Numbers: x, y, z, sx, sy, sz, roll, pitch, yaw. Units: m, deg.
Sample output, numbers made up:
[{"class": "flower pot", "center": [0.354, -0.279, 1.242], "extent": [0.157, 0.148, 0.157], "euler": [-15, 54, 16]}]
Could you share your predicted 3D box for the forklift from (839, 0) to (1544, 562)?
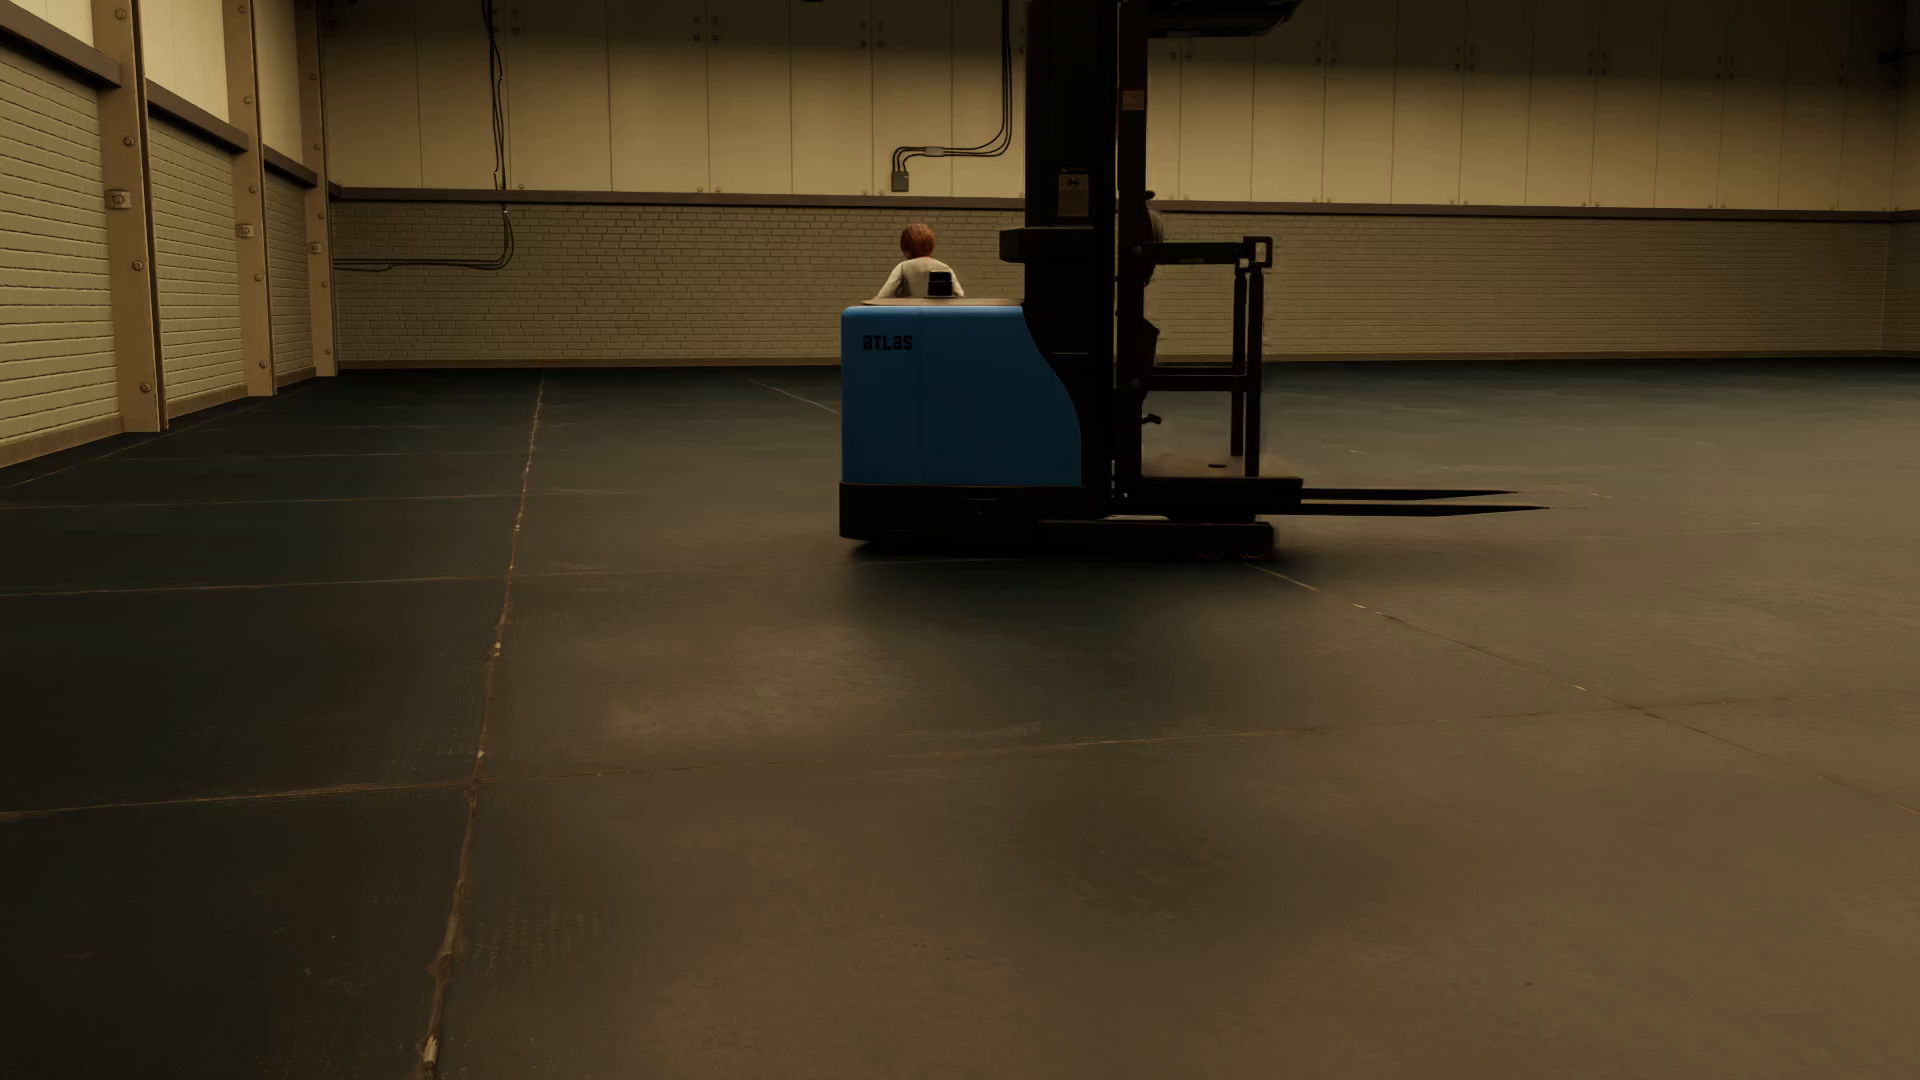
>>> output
[{"class": "forklift", "center": [1.021, -1.437, 7.402], "extent": [3.031, 2.935, 1.130], "euler": [1, 8, 6]}]

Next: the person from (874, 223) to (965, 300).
[{"class": "person", "center": [-0.264, -1.124, 10.174], "extent": [0.774, 1.606, 0.422], "euler": [-2, 8, -16]}]
